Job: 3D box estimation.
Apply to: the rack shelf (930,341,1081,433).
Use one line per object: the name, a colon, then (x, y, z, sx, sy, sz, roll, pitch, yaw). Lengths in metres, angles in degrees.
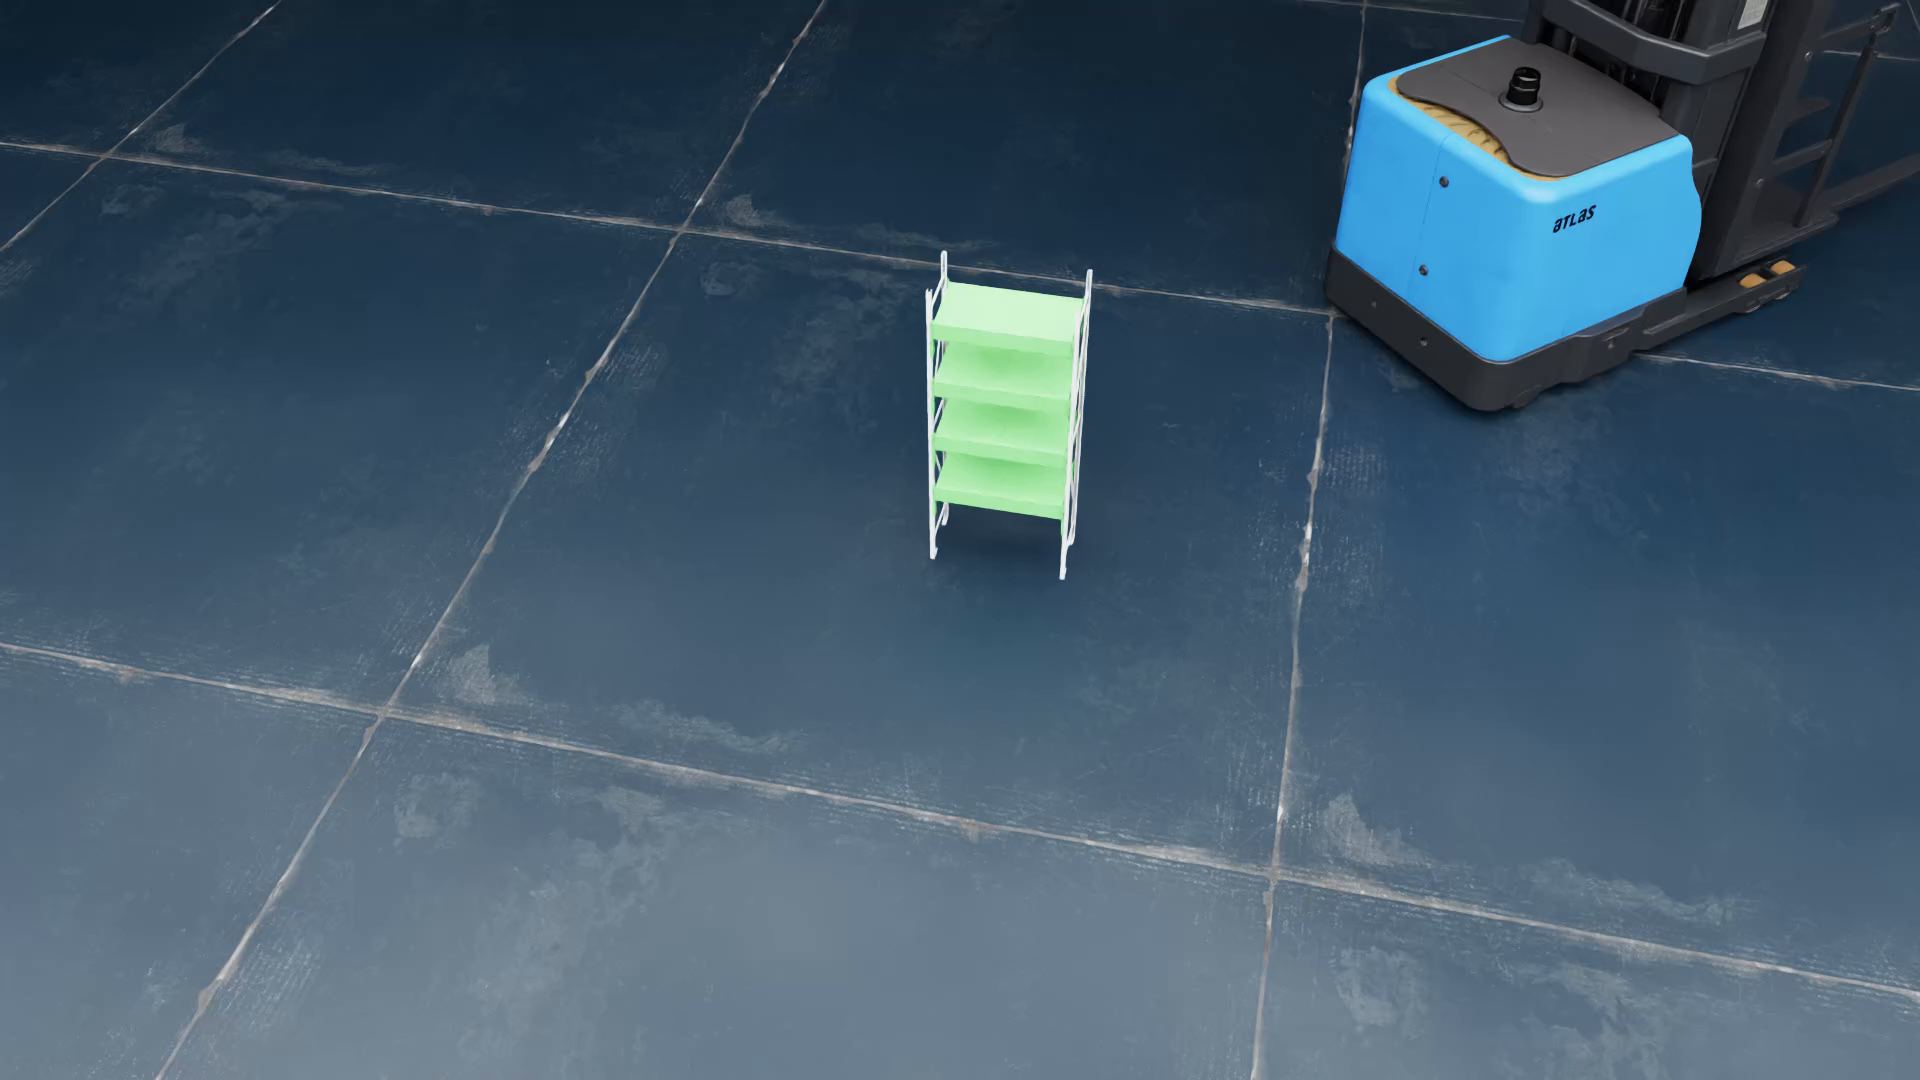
rack shelf: (0.162, -0.534, 5.686, 0.480, 0.148, 0.258, 9, 45, 9)

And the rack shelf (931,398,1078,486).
rack shelf: (0.162, -0.361, 5.852, 0.480, 0.148, 0.258, 9, 45, 9)

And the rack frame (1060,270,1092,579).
rack frame: (0.400, -0.370, 5.769, 0.015, 1.200, 0.240, 9, 45, 9)

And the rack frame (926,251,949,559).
rack frame: (-0.077, -0.444, 5.846, 0.015, 1.200, 0.240, 9, 45, 9)

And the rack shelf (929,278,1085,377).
rack shelf: (0.162, -0.707, 5.519, 0.480, 0.148, 0.258, 9, 45, 9)

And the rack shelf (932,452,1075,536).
rack shelf: (0.162, -0.188, 6.019, 0.480, 0.148, 0.258, 9, 45, 9)

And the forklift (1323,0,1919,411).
forklift: (3.119, -2.344, 6.572, 3.031, 2.935, 1.130, -22, 48, -22)

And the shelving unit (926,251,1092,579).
shelving unit: (0.162, -0.407, 5.808, 0.503, 1.200, 0.258, 9, 45, 9)
